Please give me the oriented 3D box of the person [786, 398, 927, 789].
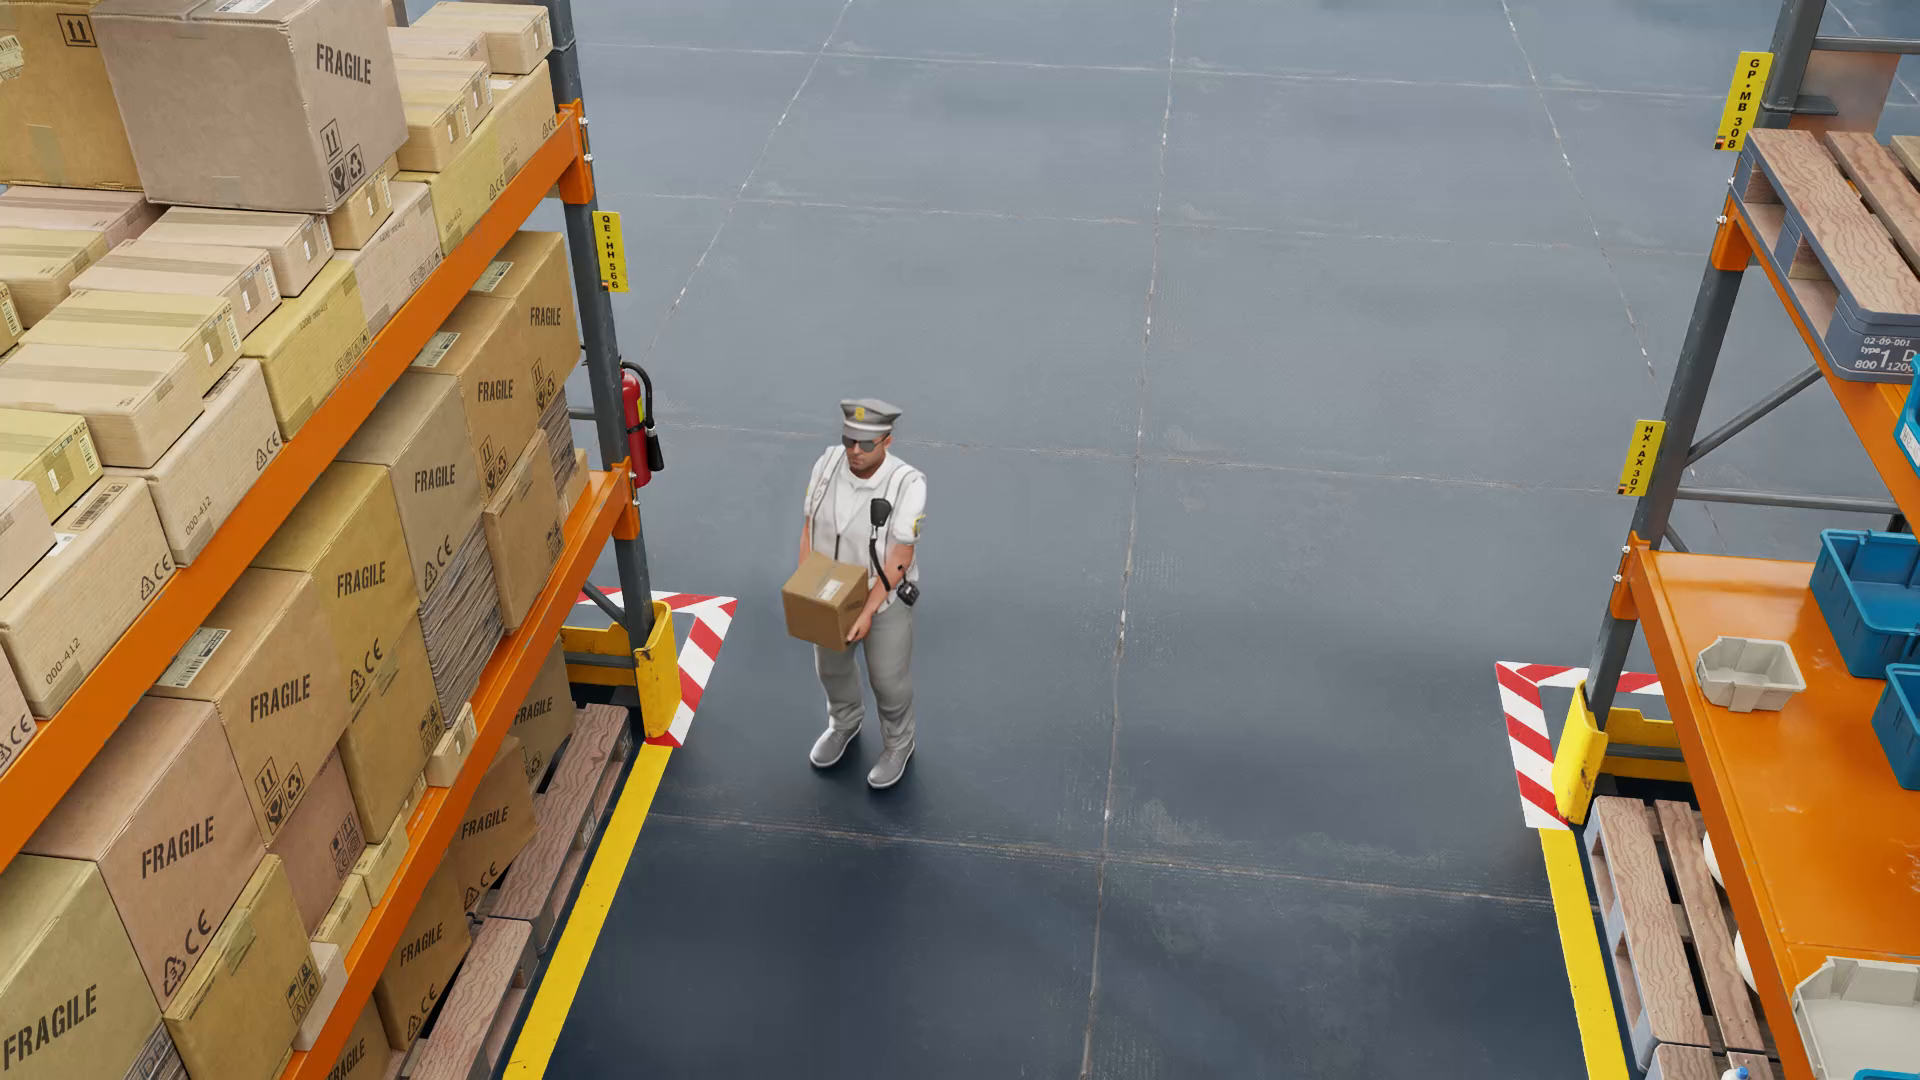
[{"bbox_3d":[-0.416,0.245,6.679,0.504,1.767,0.562,16,39,21],"label":"person"}]
